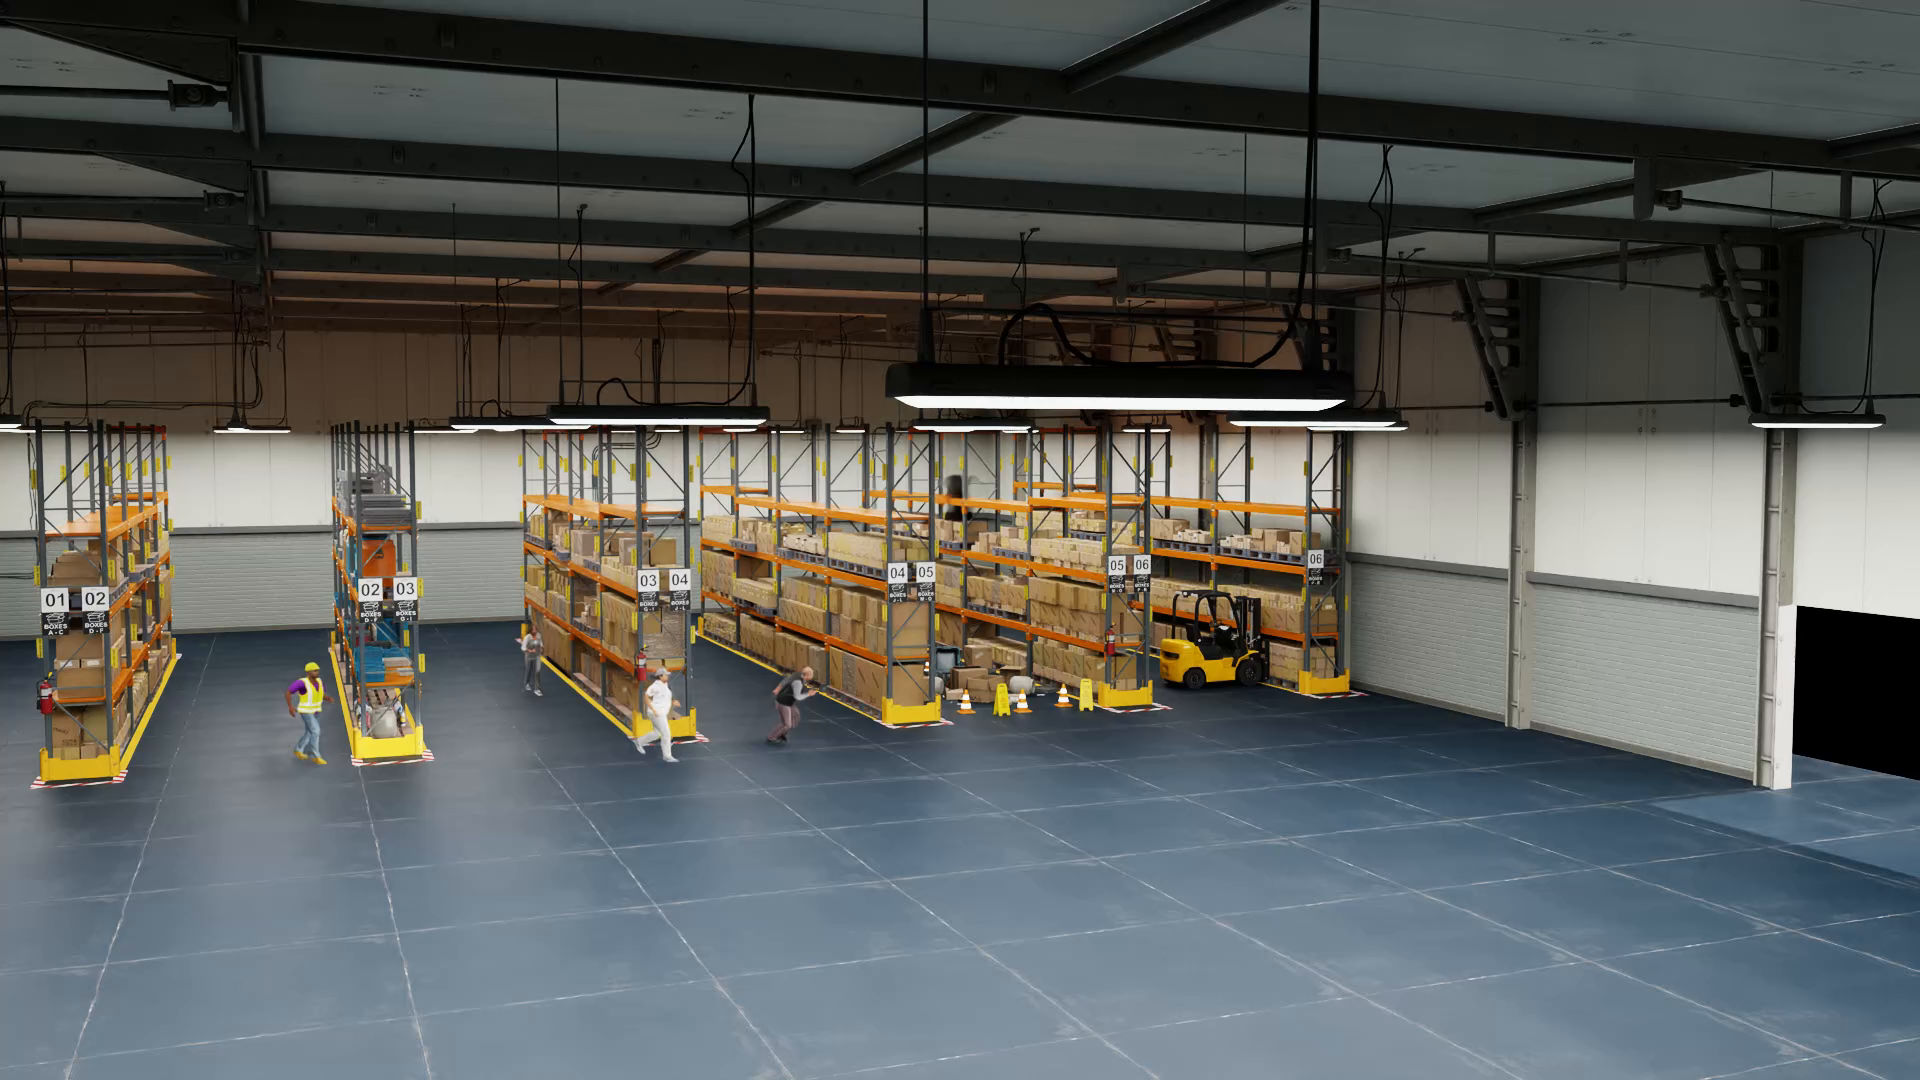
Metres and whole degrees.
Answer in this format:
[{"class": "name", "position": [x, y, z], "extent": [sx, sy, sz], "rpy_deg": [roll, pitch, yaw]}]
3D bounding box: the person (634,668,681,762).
[{"class": "person", "position": [-5.382, 3.083, 29.333], "extent": [0.875, 1.675, 0.585], "rpy_deg": [1, 4, 9]}]

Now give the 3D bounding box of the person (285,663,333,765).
[{"class": "person", "position": [-11.381, 3.014, 29.074], "extent": [0.833, 1.760, 0.709], "rpy_deg": [1, 4, 21]}]

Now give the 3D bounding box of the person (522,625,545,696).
[{"class": "person", "position": [-9.482, 2.634, 36.865], "extent": [0.531, 1.567, 0.878], "rpy_deg": [-2, 4, -28]}]

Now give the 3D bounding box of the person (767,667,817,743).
[{"class": "person", "position": [-3.116, 3.070, 30.842], "extent": [0.976, 1.457, 0.639], "rpy_deg": [0, 4, 3]}]
